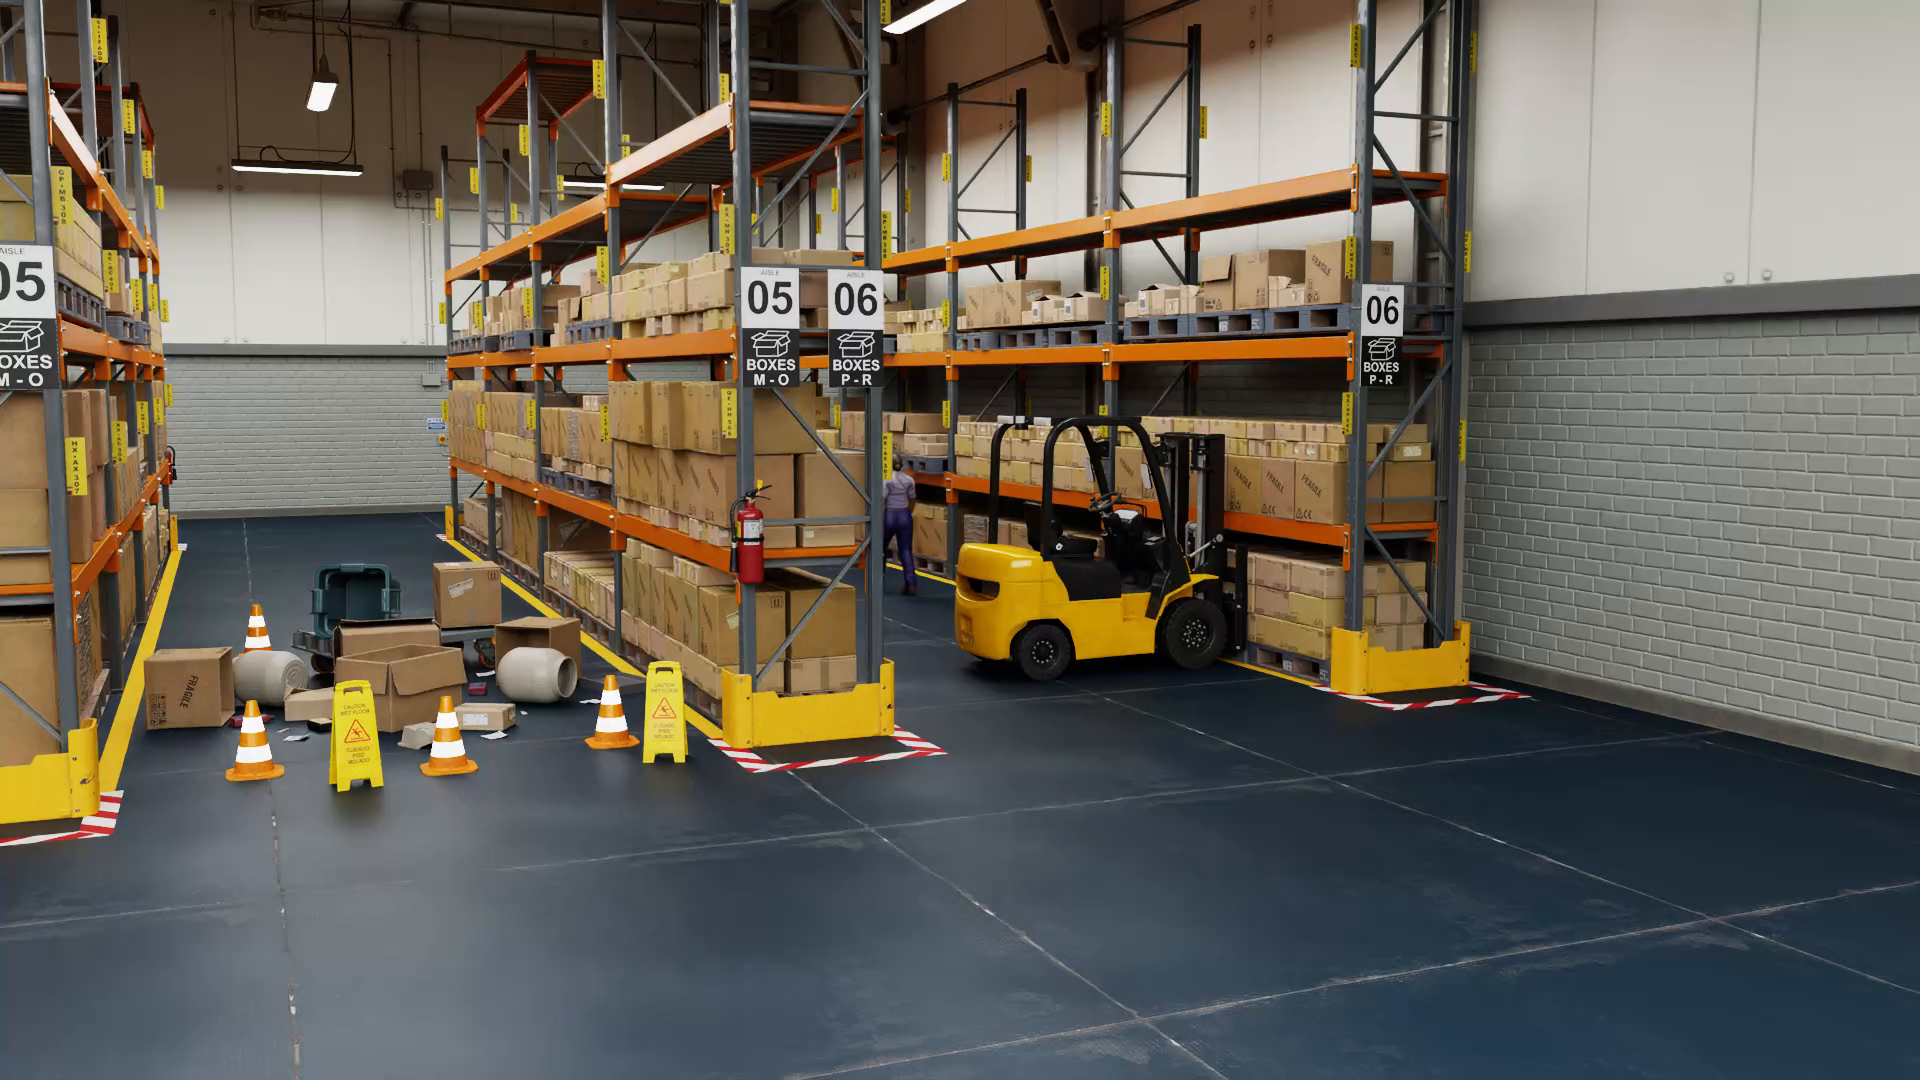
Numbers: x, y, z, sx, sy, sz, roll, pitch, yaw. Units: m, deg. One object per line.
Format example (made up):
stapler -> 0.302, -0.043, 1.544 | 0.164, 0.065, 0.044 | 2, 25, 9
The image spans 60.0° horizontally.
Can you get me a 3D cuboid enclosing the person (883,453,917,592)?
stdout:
person -> -0.769, -0.214, 19.340 | 0.509, 1.600, 0.917 | -2, 6, -20
